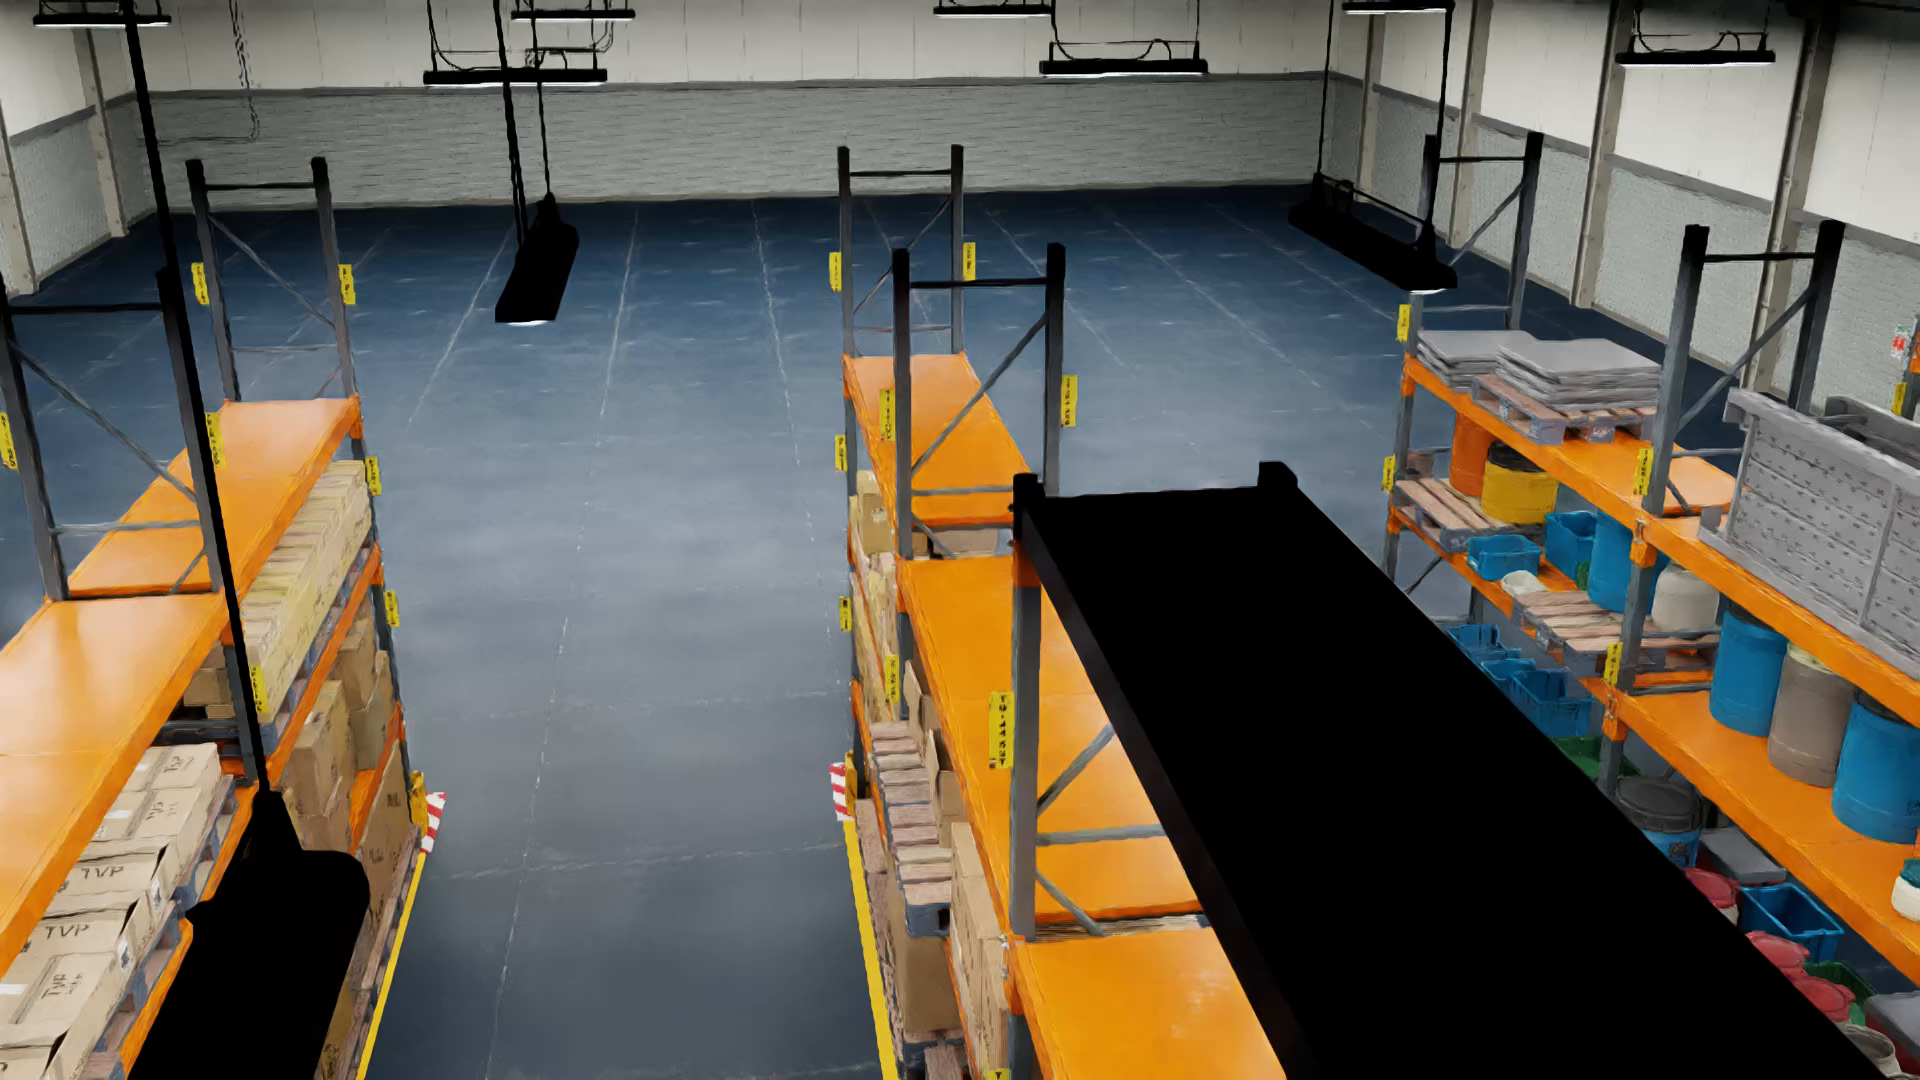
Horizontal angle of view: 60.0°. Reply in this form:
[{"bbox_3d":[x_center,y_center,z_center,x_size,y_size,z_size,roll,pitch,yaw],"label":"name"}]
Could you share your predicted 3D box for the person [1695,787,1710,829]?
[{"bbox_3d":[6.299,2.217,13.855,0.498,1.597,0.501,9,23,21],"label":"person"}]
